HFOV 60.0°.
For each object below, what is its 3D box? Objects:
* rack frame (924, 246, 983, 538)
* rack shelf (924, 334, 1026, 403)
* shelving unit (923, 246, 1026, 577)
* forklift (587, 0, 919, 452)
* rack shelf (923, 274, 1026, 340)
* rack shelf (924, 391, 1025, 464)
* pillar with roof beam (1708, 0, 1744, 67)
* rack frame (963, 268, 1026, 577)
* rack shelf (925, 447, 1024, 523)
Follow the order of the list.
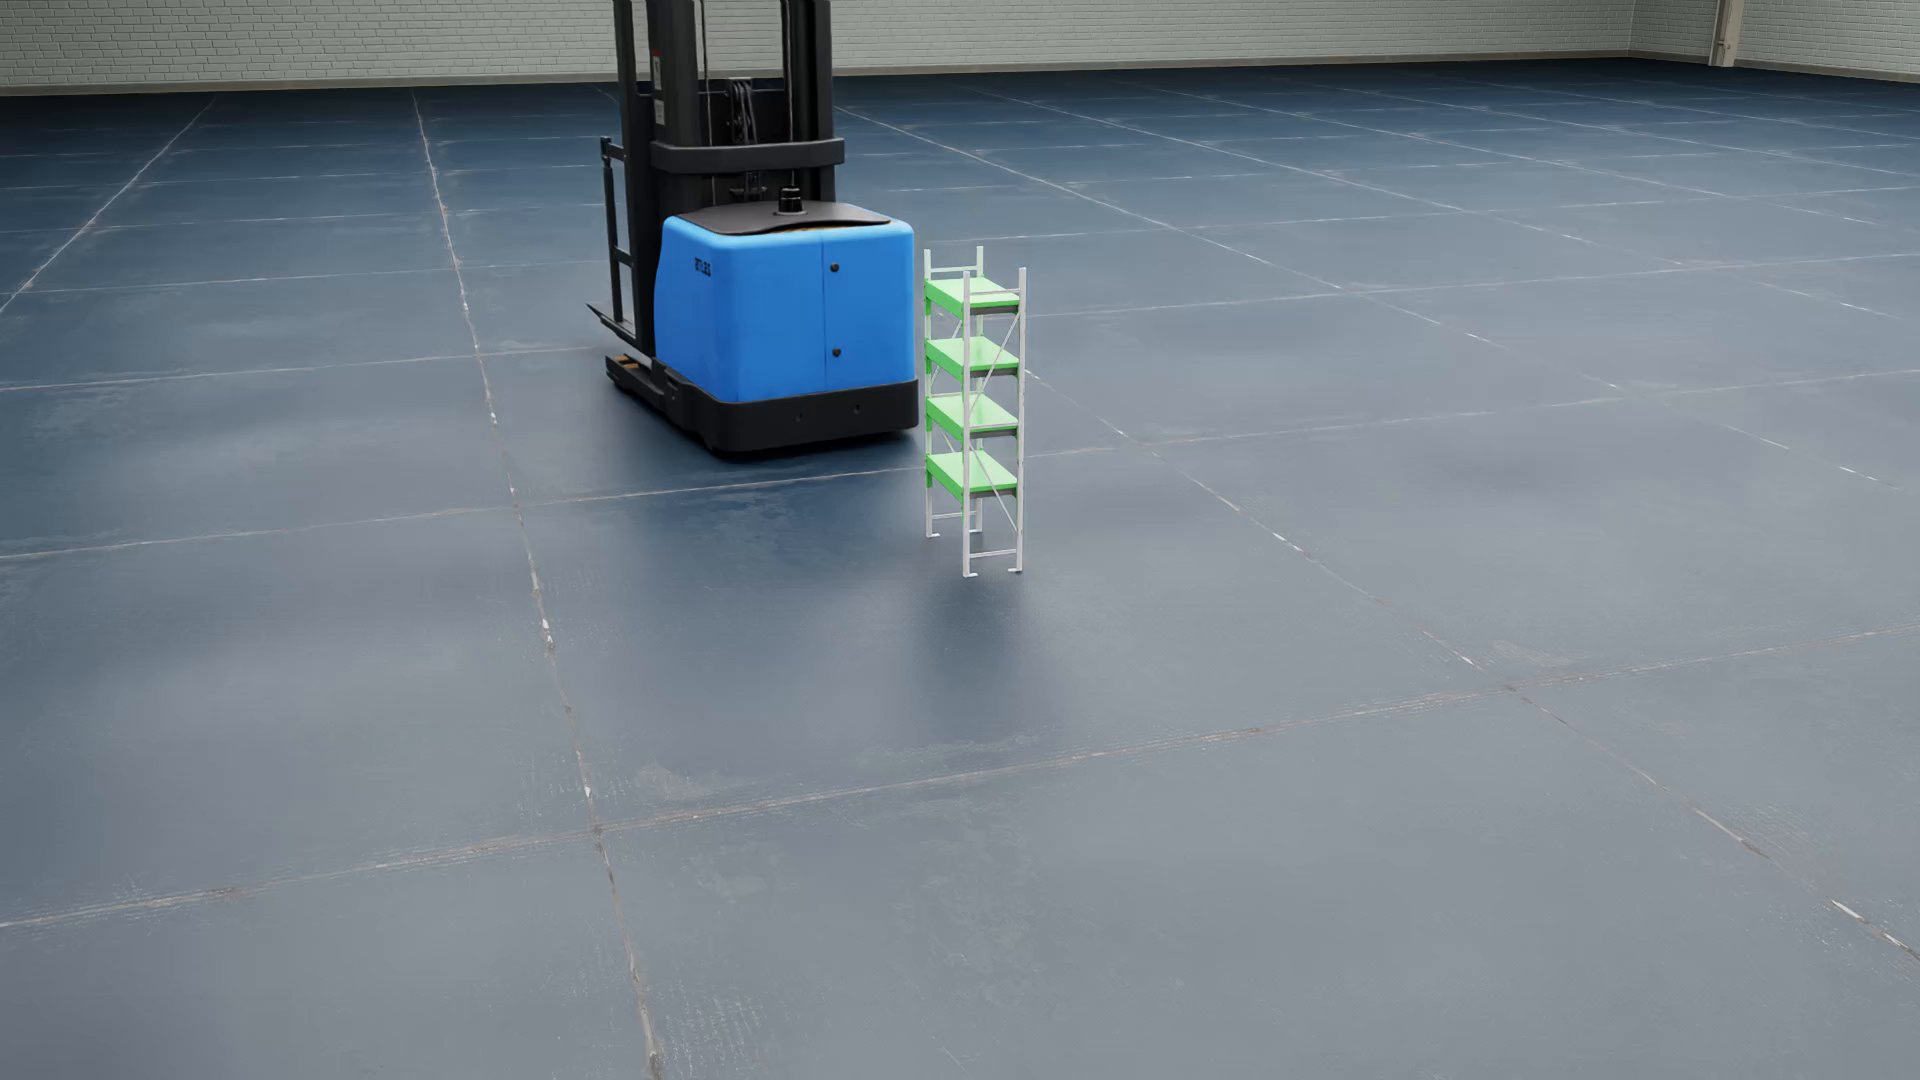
[{"bbox_3d":[-0.025,-0.590,6.784,0.240,1.200,0.015,-6,21,-17],"label":"rack frame"},{"bbox_3d":[0.052,-0.677,6.506,0.258,0.148,0.480,-6,21,-17],"label":"rack shelf"},{"bbox_3d":[0.052,-0.512,6.566,0.258,1.200,0.503,-6,21,-17],"label":"shelving unit"},{"bbox_3d":[-1.332,-2.249,8.842,1.130,2.935,3.031,-10,22,-26],"label":"forklift"},{"bbox_3d":[0.052,-0.903,6.425,0.258,0.148,0.480,-6,21,-17],"label":"rack shelf"},{"bbox_3d":[0.052,-0.451,6.587,0.258,0.148,0.480,-6,21,-17],"label":"rack shelf"},{"bbox_3d":[11.267,-13.340,30.743,9.100,9.000,0.400,-6,21,-17],"label":"pillar with roof beam"},{"bbox_3d":[0.129,-0.433,6.348,0.240,1.200,0.015,-6,21,-17],"label":"rack frame"},{"bbox_3d":[0.052,-0.226,6.669,0.258,0.148,0.480,-6,21,-17],"label":"rack shelf"}]
